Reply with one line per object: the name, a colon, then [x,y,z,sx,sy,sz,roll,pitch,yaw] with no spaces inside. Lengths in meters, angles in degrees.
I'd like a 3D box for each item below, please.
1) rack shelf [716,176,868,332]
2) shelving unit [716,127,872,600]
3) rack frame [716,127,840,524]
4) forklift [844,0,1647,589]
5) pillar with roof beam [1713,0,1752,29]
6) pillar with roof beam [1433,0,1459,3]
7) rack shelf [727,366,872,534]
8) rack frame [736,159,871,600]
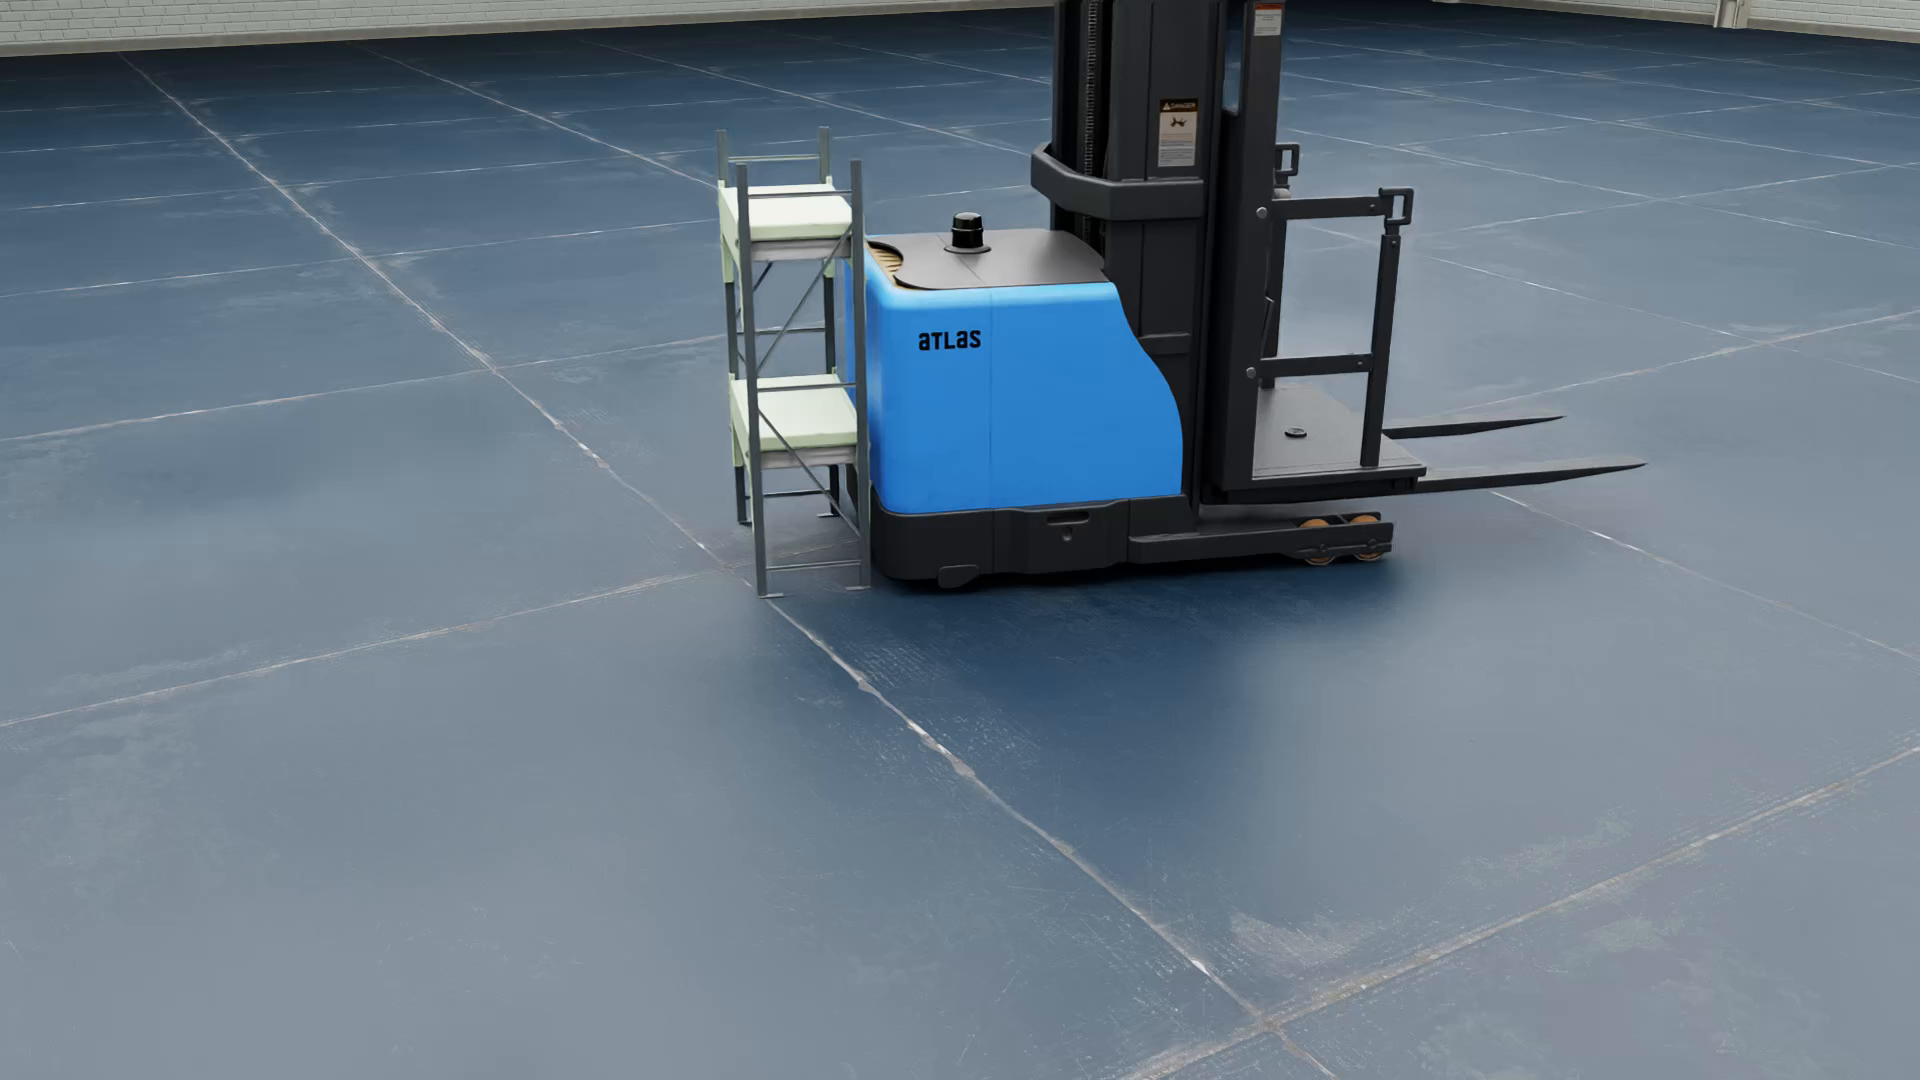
rack shelf: [-0.591,-1.003,5.751,0.431,0.370,0.720,-5,23,-12]
shelving unit: [-0.591,-0.642,5.898,0.431,1.500,0.755,-5,23,-12]
rack frame: [-0.670,-0.776,6.229,0.400,1.500,0.023,-5,23,-12]
forklift: [1.119,-1.454,5.996,3.031,2.935,1.130,-5,23,-11]
pillar with roof beam: [8.397,-11.390,22.383,9.100,9.000,0.400,-13,25,-28]
pillar with roof beam: [5.332,-13.332,27.162,9.100,9.000,0.400,-13,25,-28]
rack shelf: [-0.591,-0.340,6.021,0.431,0.370,0.720,-5,23,-12]
rack frame: [-0.512,-0.507,5.567,0.400,1.500,0.023,-5,23,-12]
